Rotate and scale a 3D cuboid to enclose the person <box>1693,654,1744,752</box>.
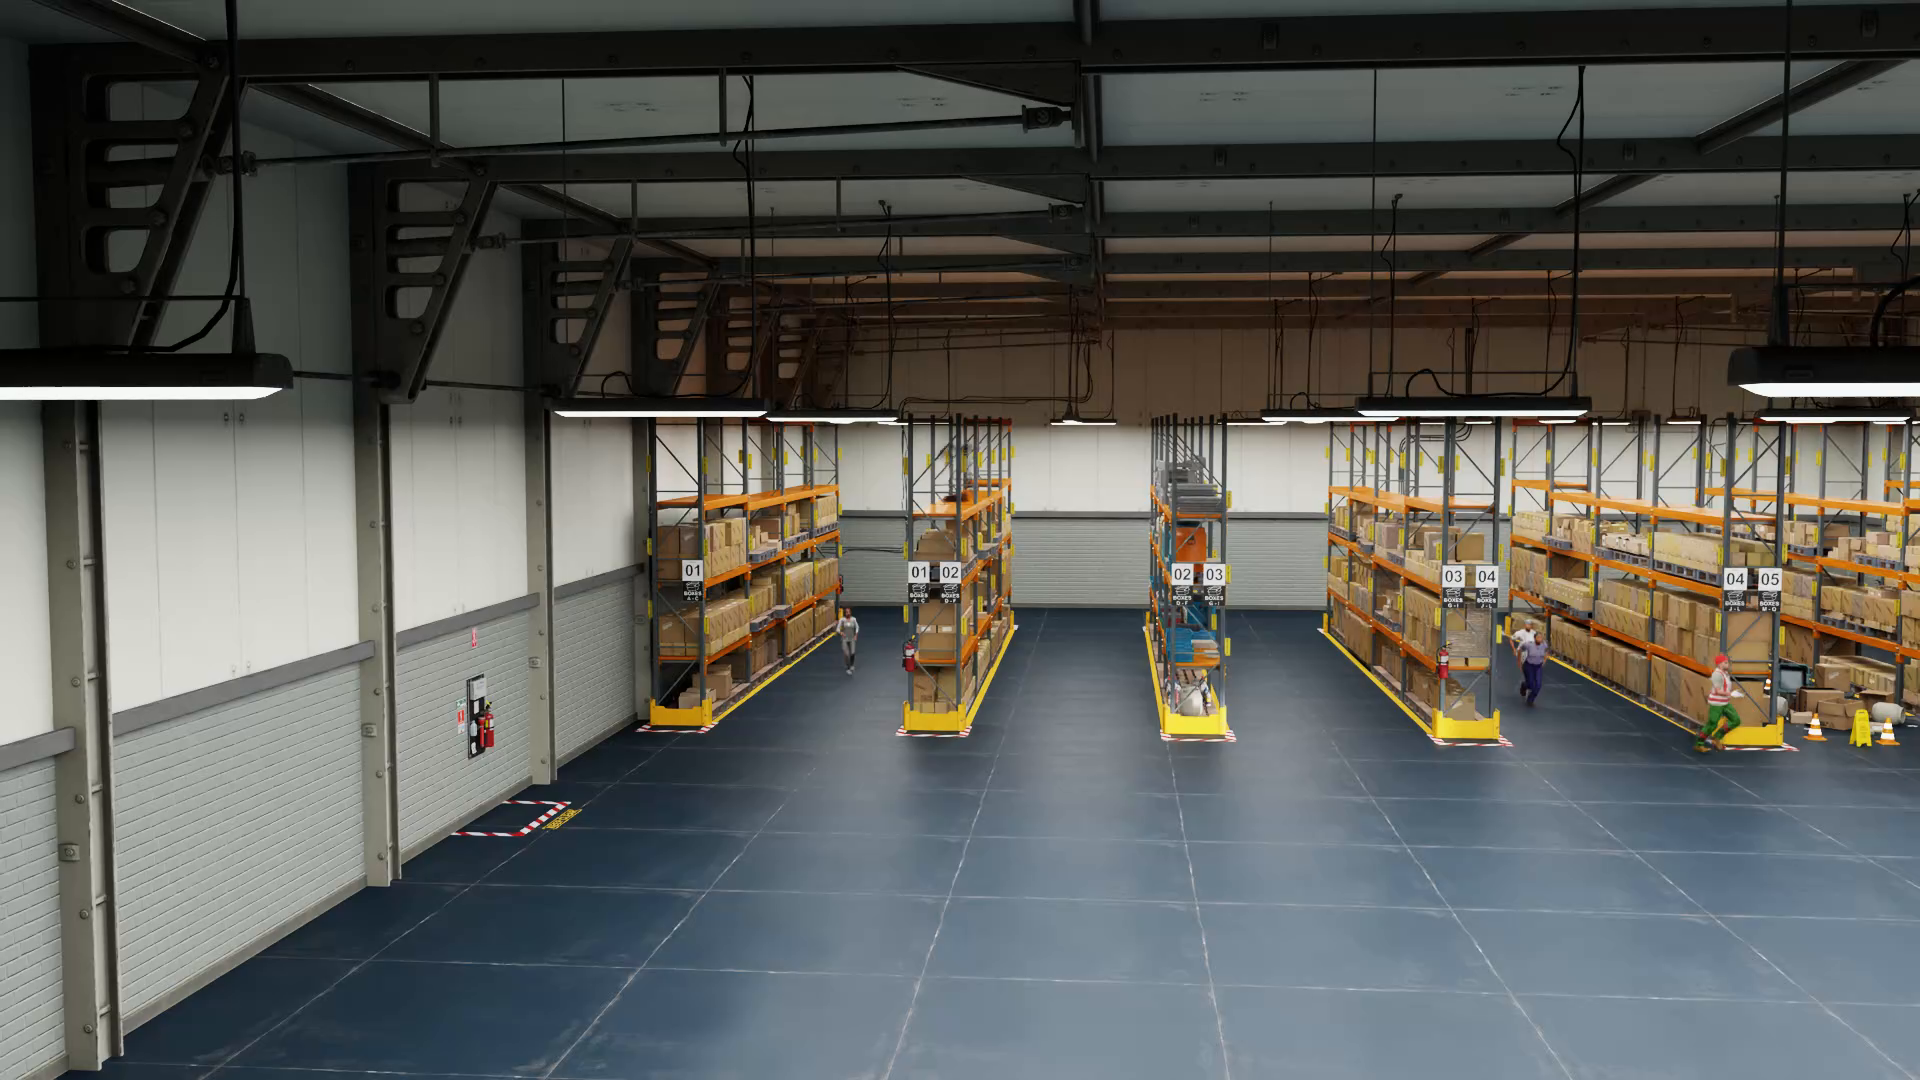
[{"bbox_3d":[13.353,2.864,29.168,0.821,1.735,0.687,4,5,44],"label":"person"}]

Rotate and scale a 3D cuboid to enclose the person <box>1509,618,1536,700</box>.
[{"bbox_3d":[12.012,2.517,35.254,0.582,1.720,0.805,-1,4,-12],"label":"person"}]

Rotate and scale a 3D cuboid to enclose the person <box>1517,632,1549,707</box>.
[{"bbox_3d":[11.799,2.654,34.259,0.599,1.587,0.702,-1,4,-8],"label":"person"}]

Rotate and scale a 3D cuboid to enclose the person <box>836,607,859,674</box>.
[{"bbox_3d":[-2.593,2.341,38.523,0.534,1.561,0.575,-1,4,-8],"label":"person"}]
